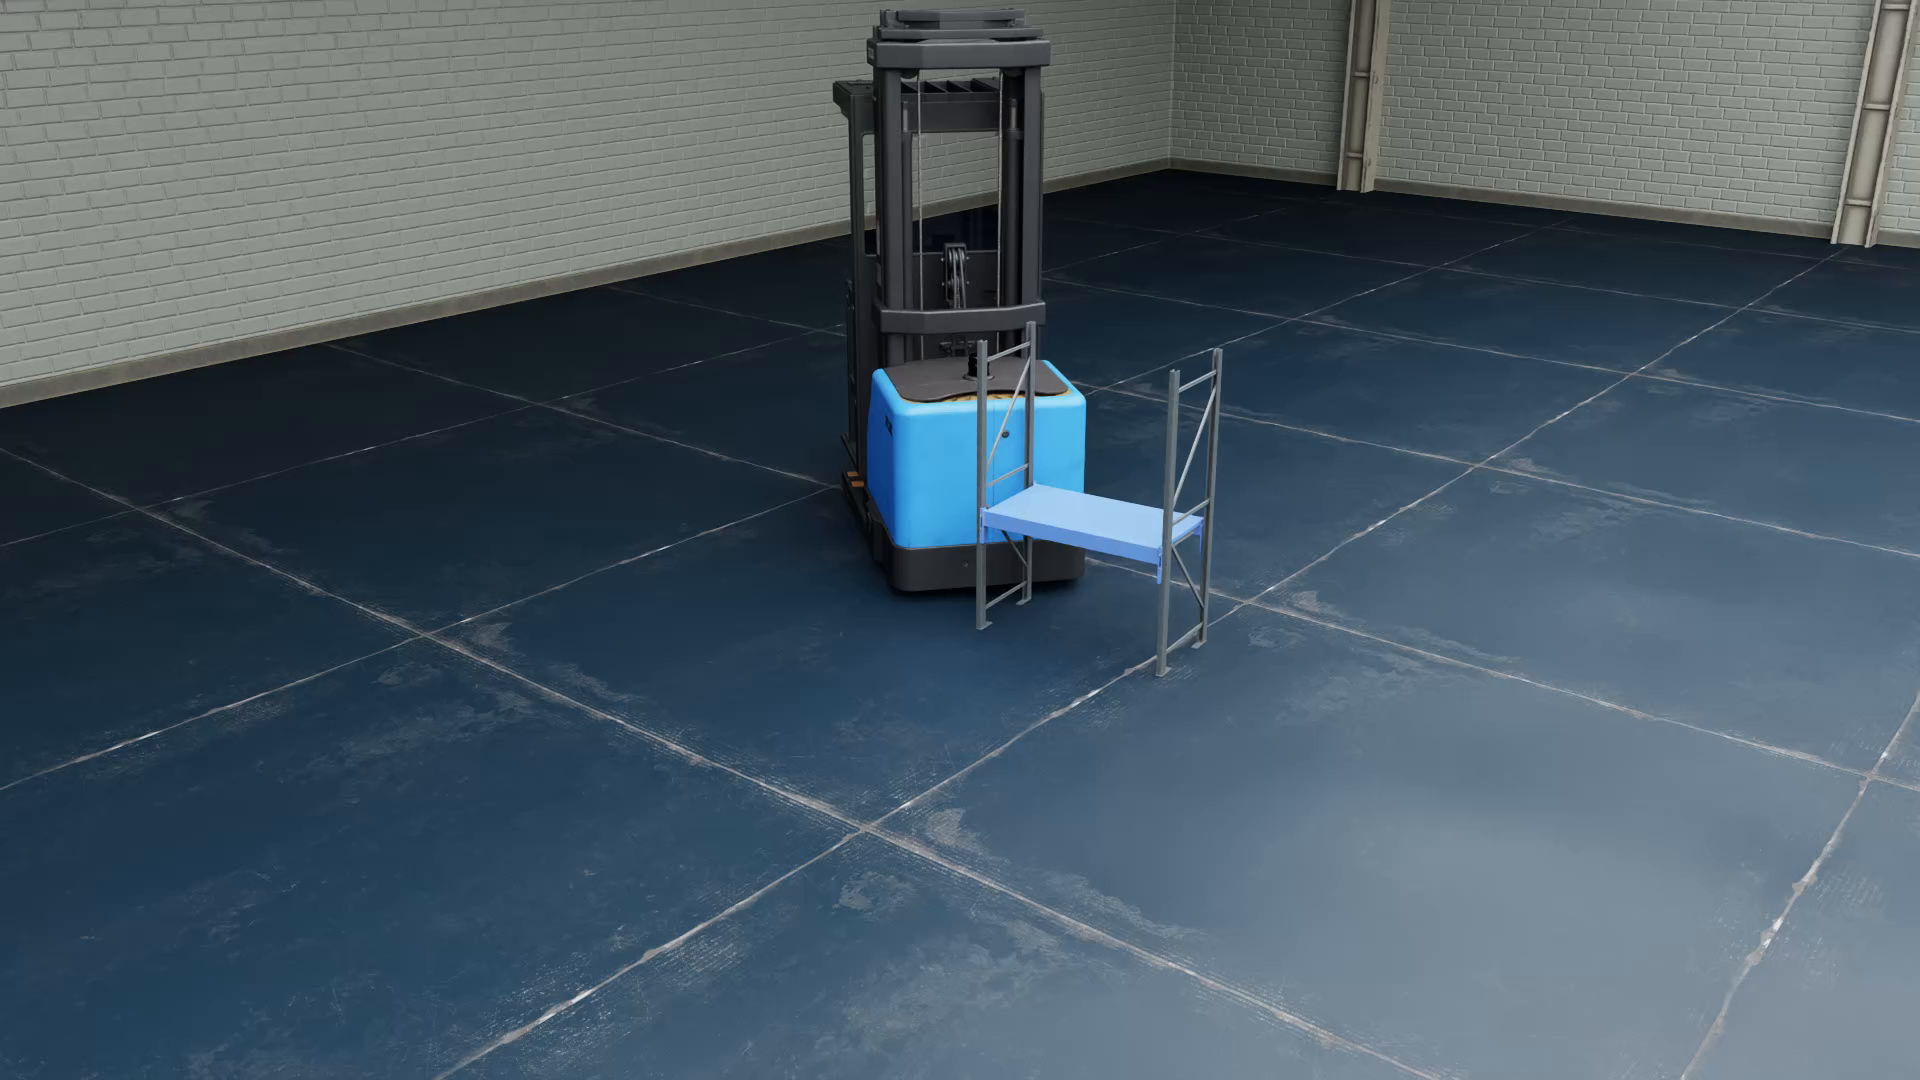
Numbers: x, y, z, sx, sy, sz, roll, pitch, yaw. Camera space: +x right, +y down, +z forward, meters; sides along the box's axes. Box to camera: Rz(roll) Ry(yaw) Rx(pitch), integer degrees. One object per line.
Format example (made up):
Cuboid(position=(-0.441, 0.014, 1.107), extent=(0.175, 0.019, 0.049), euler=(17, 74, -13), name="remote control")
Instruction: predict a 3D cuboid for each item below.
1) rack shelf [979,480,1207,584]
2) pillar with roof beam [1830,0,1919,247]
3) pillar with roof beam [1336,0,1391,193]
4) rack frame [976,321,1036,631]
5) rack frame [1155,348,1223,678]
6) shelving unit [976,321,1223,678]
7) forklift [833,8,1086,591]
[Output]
Cuboid(position=(0.657, -0.051, 8.187), extent=(1.000, 0.185, 0.538), euler=(13, 24, 31), name="rack shelf")
Cuboid(position=(7.133, -6.307, 13.640), extent=(0.400, 9.000, 9.100), euler=(16, 26, 36), name="pillar with roof beam")
Cuboid(position=(2.484, -7.646, 17.190), extent=(0.400, 9.000, 9.100), euler=(16, 26, 36), name="pillar with roof beam")
Cuboid(position=(0.230, -0.317, 8.383), extent=(0.032, 1.500, 0.500), euler=(13, 24, 31), name="rack frame")
Cuboid(position=(1.083, -0.121, 7.864), extent=(0.032, 1.500, 0.500), euler=(13, 24, 31), name="rack frame")
Cuboid(position=(0.657, -0.219, 8.124), extent=(1.048, 1.500, 0.538), euler=(13, 24, 31), name="shelving unit")
Cuboid(position=(-0.124, -1.587, 9.722), extent=(1.130, 2.935, 3.031), euler=(-4, 21, -11), name="forklift")
